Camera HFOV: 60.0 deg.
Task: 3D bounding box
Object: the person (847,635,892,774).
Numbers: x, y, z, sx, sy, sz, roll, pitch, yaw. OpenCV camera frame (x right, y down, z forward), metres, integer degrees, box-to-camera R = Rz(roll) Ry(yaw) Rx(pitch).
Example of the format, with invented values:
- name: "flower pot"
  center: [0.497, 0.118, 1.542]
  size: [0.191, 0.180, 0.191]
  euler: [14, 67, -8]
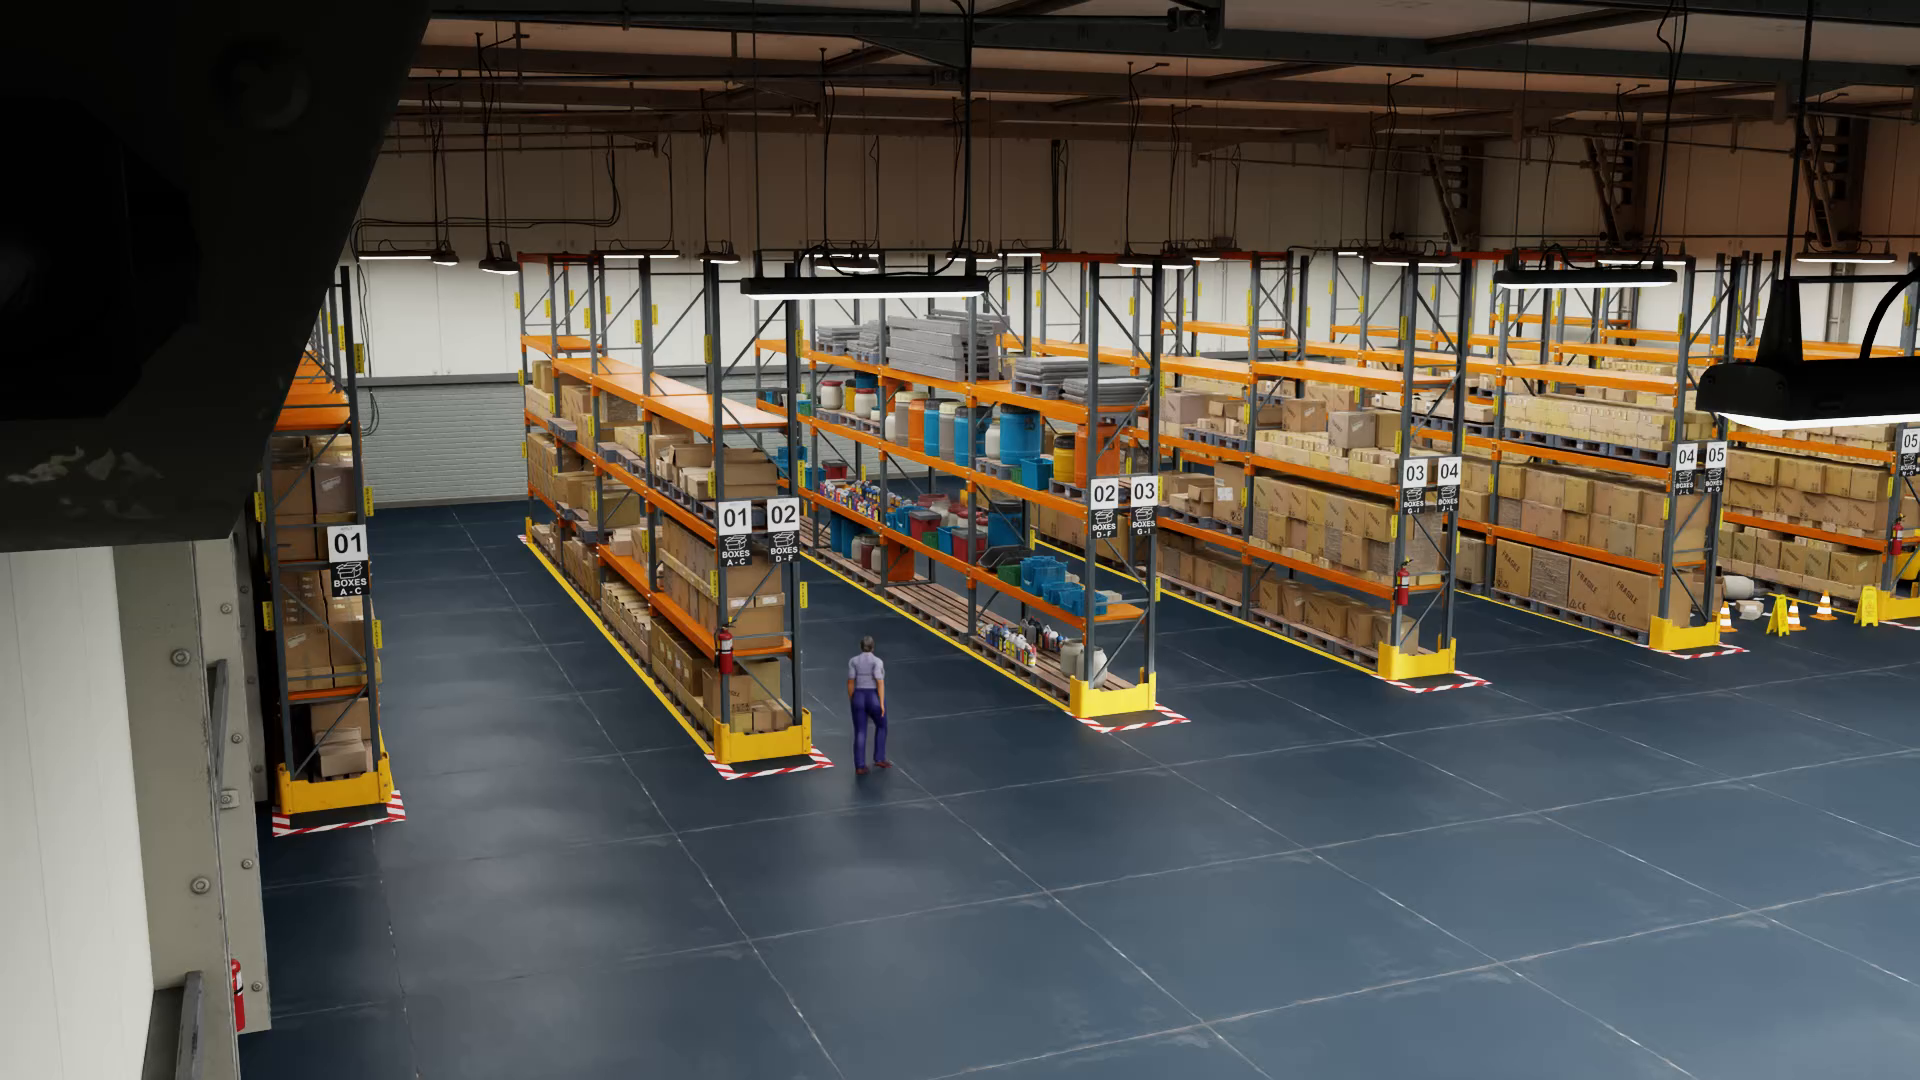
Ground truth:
- name: "person"
  center: [-1.116, 1.980, 19.813]
  size: [0.506, 1.684, 0.611]
  euler: [2, 11, 13]
